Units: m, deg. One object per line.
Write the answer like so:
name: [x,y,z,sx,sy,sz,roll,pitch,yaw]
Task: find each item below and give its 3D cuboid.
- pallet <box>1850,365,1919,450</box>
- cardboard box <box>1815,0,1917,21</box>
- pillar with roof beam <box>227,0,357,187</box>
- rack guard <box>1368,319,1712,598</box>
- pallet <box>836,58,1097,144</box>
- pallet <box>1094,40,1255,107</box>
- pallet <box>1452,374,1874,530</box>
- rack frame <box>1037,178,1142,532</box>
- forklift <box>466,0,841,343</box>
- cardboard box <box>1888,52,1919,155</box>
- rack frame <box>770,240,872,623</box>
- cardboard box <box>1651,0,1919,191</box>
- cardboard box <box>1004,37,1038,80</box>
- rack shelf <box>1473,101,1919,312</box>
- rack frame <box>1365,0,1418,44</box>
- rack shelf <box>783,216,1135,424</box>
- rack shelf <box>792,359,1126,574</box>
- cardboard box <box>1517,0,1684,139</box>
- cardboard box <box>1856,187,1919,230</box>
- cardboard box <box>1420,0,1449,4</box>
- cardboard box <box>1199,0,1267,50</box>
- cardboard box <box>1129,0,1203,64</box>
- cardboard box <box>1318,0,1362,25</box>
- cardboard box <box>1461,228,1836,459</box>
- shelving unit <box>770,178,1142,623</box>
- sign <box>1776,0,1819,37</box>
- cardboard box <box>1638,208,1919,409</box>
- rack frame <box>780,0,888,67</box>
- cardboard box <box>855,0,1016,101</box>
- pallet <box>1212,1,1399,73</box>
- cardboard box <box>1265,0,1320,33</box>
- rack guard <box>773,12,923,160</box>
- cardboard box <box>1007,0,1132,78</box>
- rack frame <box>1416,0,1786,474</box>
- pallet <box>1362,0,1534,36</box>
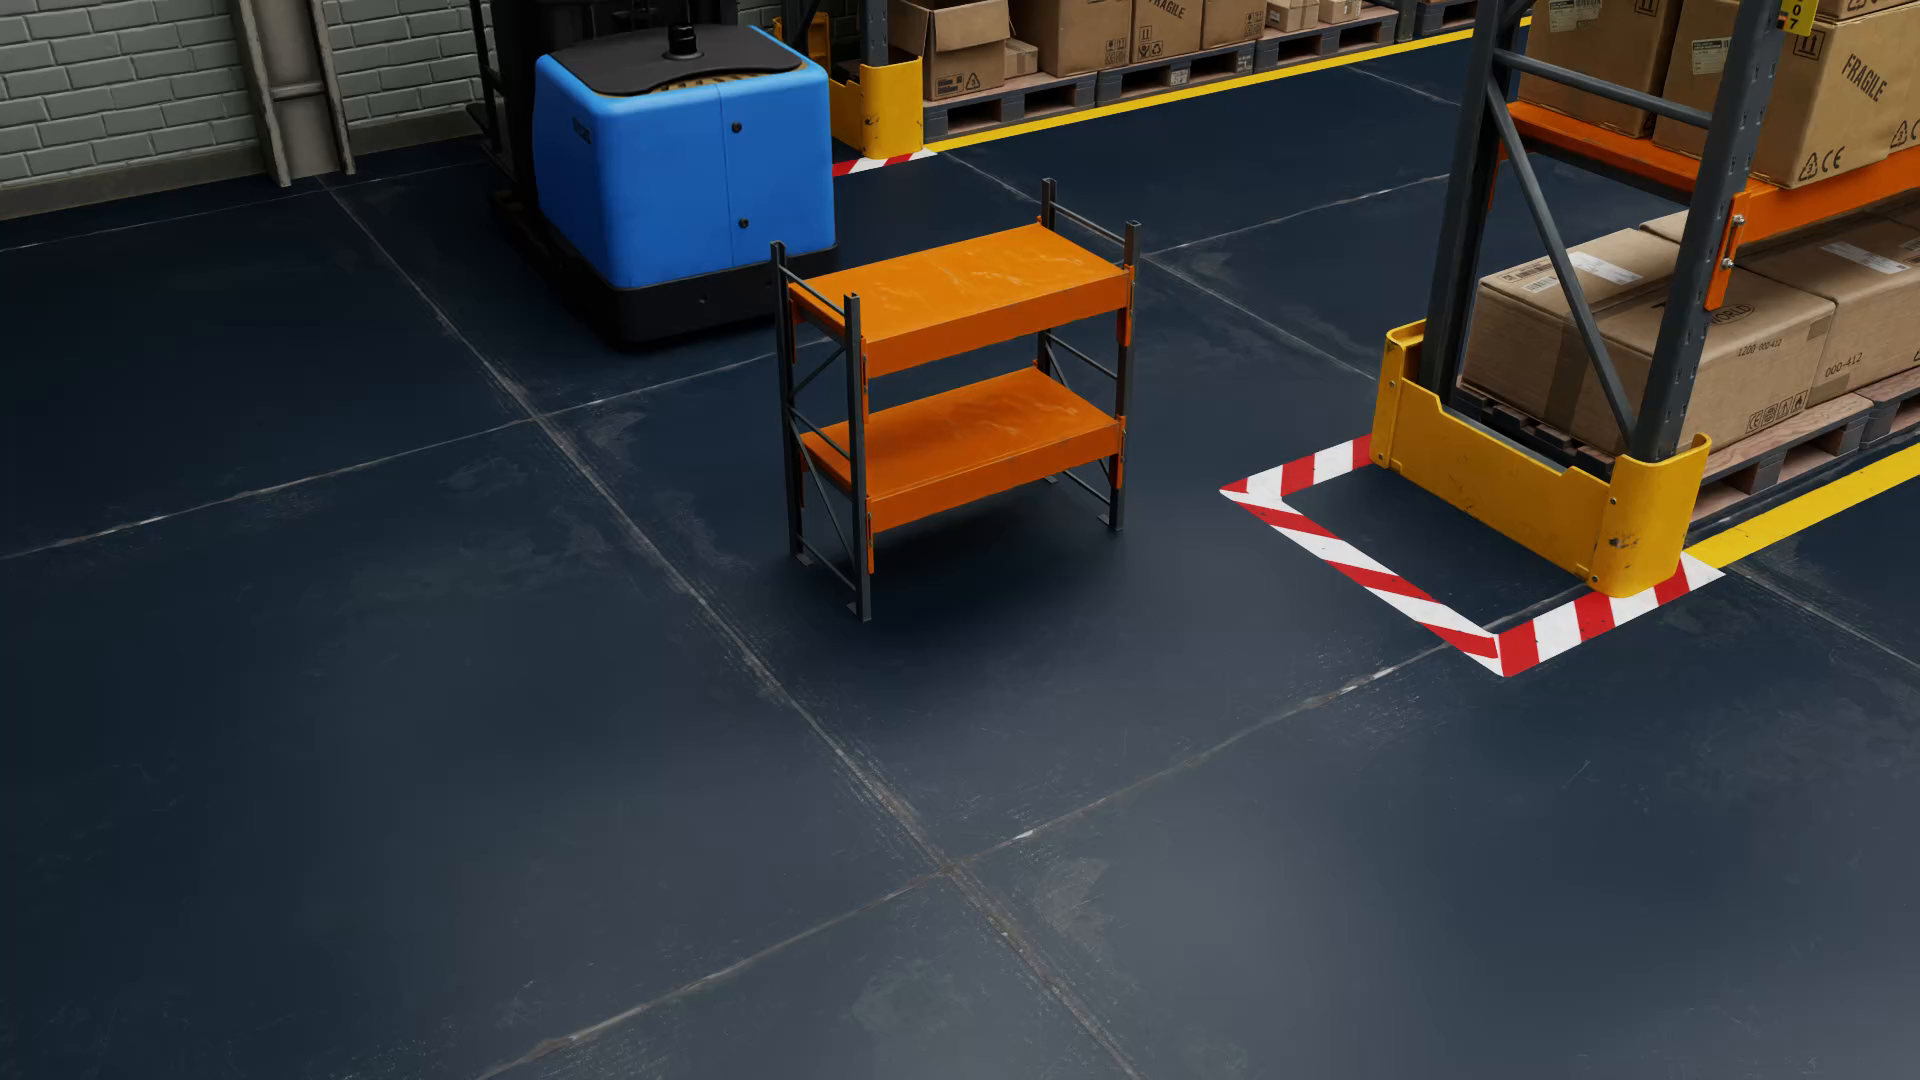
pallet: [3.644,-0.820,6.852,1.213,0.211,1.003,-19,37,-27]
cardboard box: [2.548,-1.859,4.854,0.500,0.500,0.500,-20,37,-28]
pillar with roof beam: [-1.124,-3.839,3.401,0.400,9.000,9.100,-19,37,-27]
rack guard: [1.970,-0.318,5.786,0.348,0.500,1.175,-19,37,-27]
pallet: [0.031,-2.681,9.802,1.213,0.211,1.003,-19,37,-27]
pallet: [1.056,-3.031,10.358,1.213,0.211,1.003,-19,37,-27]
pallet: [2.620,-0.469,6.296,1.213,0.211,1.003,-19,37,-27]
rack frame: [0.422,-0.621,5.680,0.032,1.125,0.500,-19,37,-27]
forklift: [-1.679,-2.820,7.474,1.130,2.935,3.031,-16,36,-24]
cardboard box: [2.959,-1.594,5.371,0.500,0.500,0.500,-20,37,-28]
rack frame: [-0.433,-0.327,5.214,0.032,1.125,0.500,-19,37,-27]
cardboard box: [2.549,-1.435,5.119,0.500,0.500,0.500,-19,37,-28]
cardboard box: [0.241,-2.819,9.686,0.250,0.149,0.380,-21,38,-29]
rack shelf: [3.671,-1.656,6.239,4.000,0.370,1.077,-19,37,-27]
rack frame: [2.660,-4.764,10.490,0.127,3.000,1.000,-19,37,-27]
rack shelf: [-0.006,-0.721,5.291,1.000,0.278,0.538,-19,37,-27]
rack shelf: [-0.006,-0.267,5.577,1.000,0.278,0.538,-19,37,-27]
cardboard box: [2.252,-1.683,5.513,0.500,0.500,0.500,-19,37,-27]
cardboard box: [4.014,-1.240,6.913,0.875,0.438,0.875,-20,37,-29]
cardboard box: [3.188,-3.923,11.107,0.500,0.500,0.500,-17,36,-25]
cardboard box: [1.475,-3.392,10.265,0.500,0.500,0.700,-20,38,-29]
cardboard box: [1.101,-3.200,9.960,0.500,0.500,0.500,-18,37,-26]
cardboard box: [2.351,-3.443,10.675,0.250,0.149,0.380,-20,37,-29]
cardboard box: [2.491,-0.712,6.075,0.875,0.438,0.875,-20,38,-29]
shelving unit: [-0.006,-0.474,5.447,1.048,1.125,0.538,-19,37,-27]
sign: [2.286,-1.532,4.481,0.005,0.325,0.100,-19,37,-27]
cardboard box: [3.256,-0.980,6.501,0.875,0.438,0.875,-18,36,-26]
rack frame: [-0.702,-3.607,8.657,0.127,3.000,1.000,-19,37,-27]
cardboard box: [-0.137,-2.863,9.424,0.637,0.503,0.797,-21,38,-29]
pallet: [2.082,-3.386,10.920,1.213,0.211,1.003,-19,37,-27]
cardboard box: [2.051,-3.389,10.480,0.258,0.266,0.396,-18,36,-26]
rack guard: [-0.638,-2.572,9.359,0.348,0.500,1.175,-19,37,-27]
cardboard box: [0.603,-3.092,9.789,0.500,0.500,0.700,-17,36,-25]
rack frame: [1.990,-1.383,5.130,0.127,3.000,1.000,-19,37,-27]
pallet: [3.323,-3.836,11.634,1.213,0.211,1.003,-19,37,-27]
